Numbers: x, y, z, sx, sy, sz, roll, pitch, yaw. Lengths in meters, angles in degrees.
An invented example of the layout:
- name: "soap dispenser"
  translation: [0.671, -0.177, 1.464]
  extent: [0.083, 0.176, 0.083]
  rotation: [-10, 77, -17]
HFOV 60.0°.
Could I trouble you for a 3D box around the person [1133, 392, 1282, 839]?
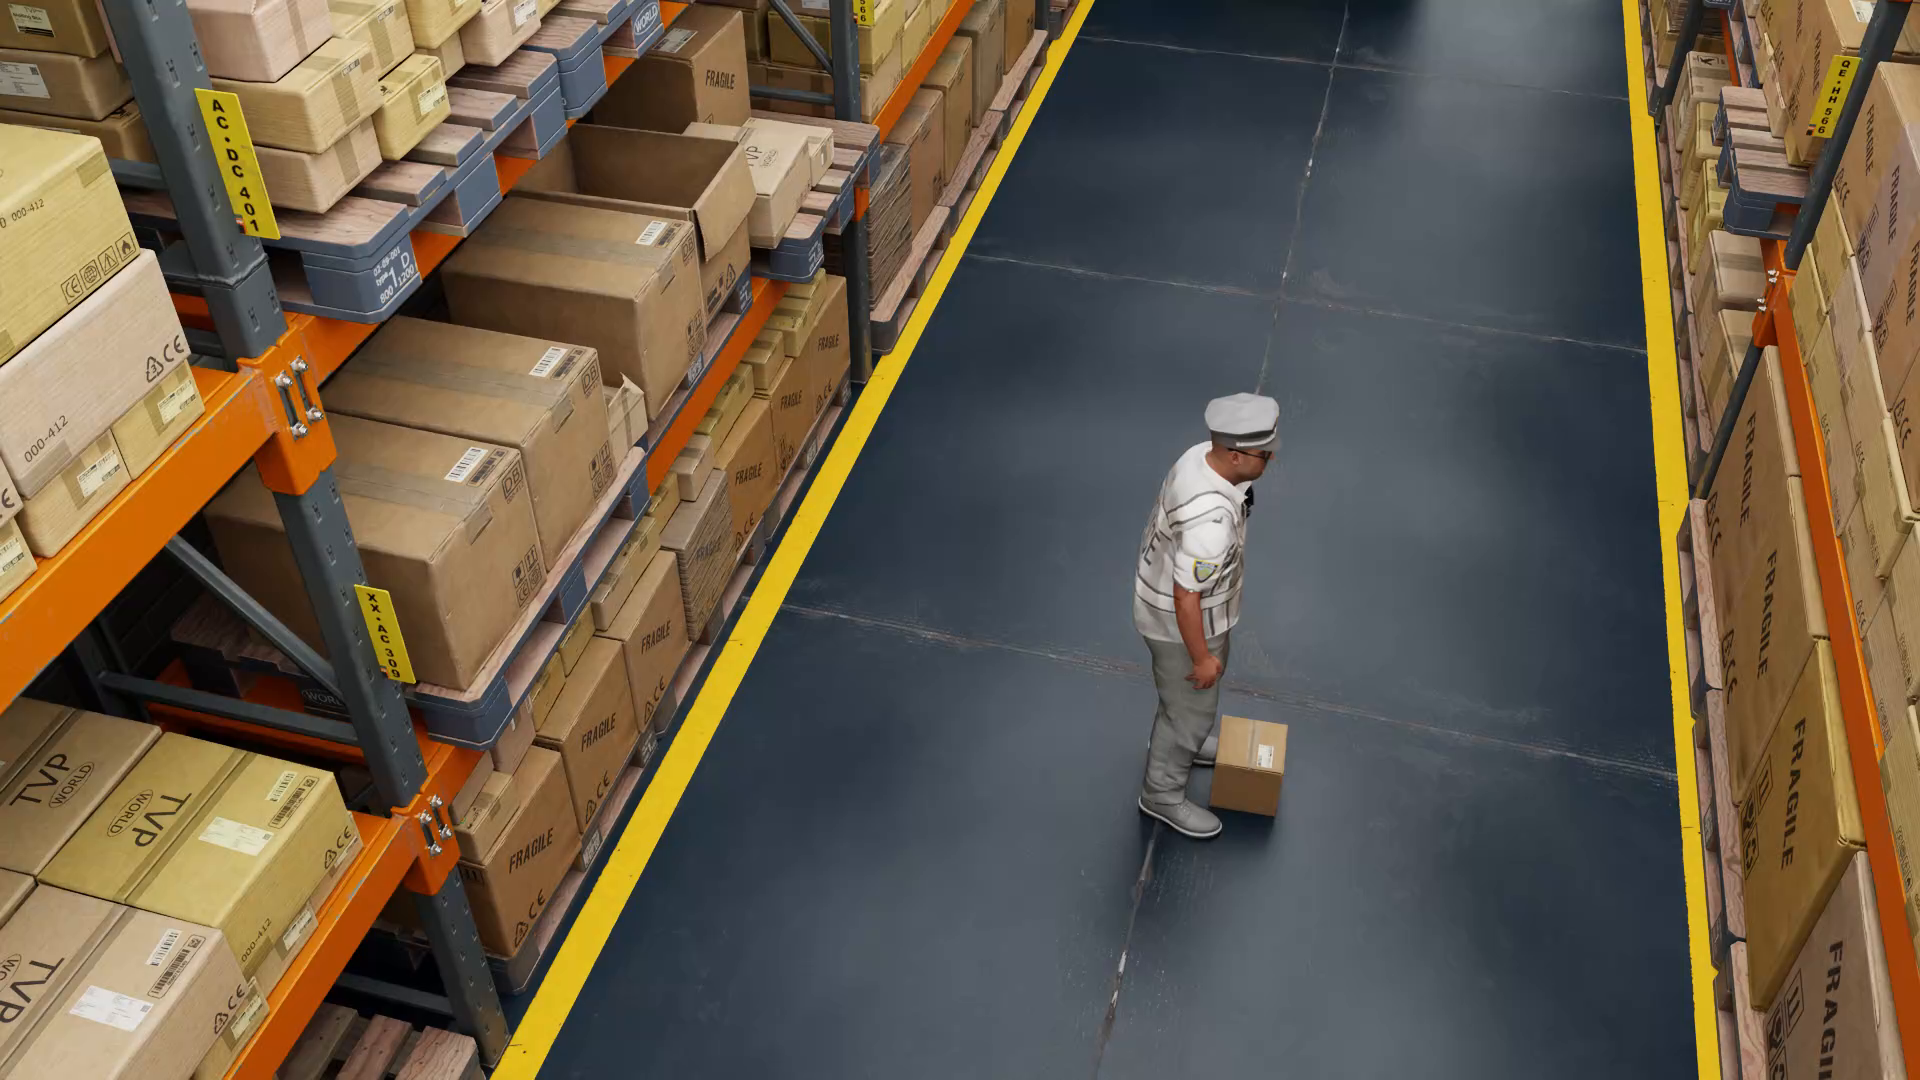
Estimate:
- name: "person"
  translation: [0.826, 0.244, 5.866]
  extent: [0.430, 1.751, 0.606]
  rotation: [8, 41, 9]
